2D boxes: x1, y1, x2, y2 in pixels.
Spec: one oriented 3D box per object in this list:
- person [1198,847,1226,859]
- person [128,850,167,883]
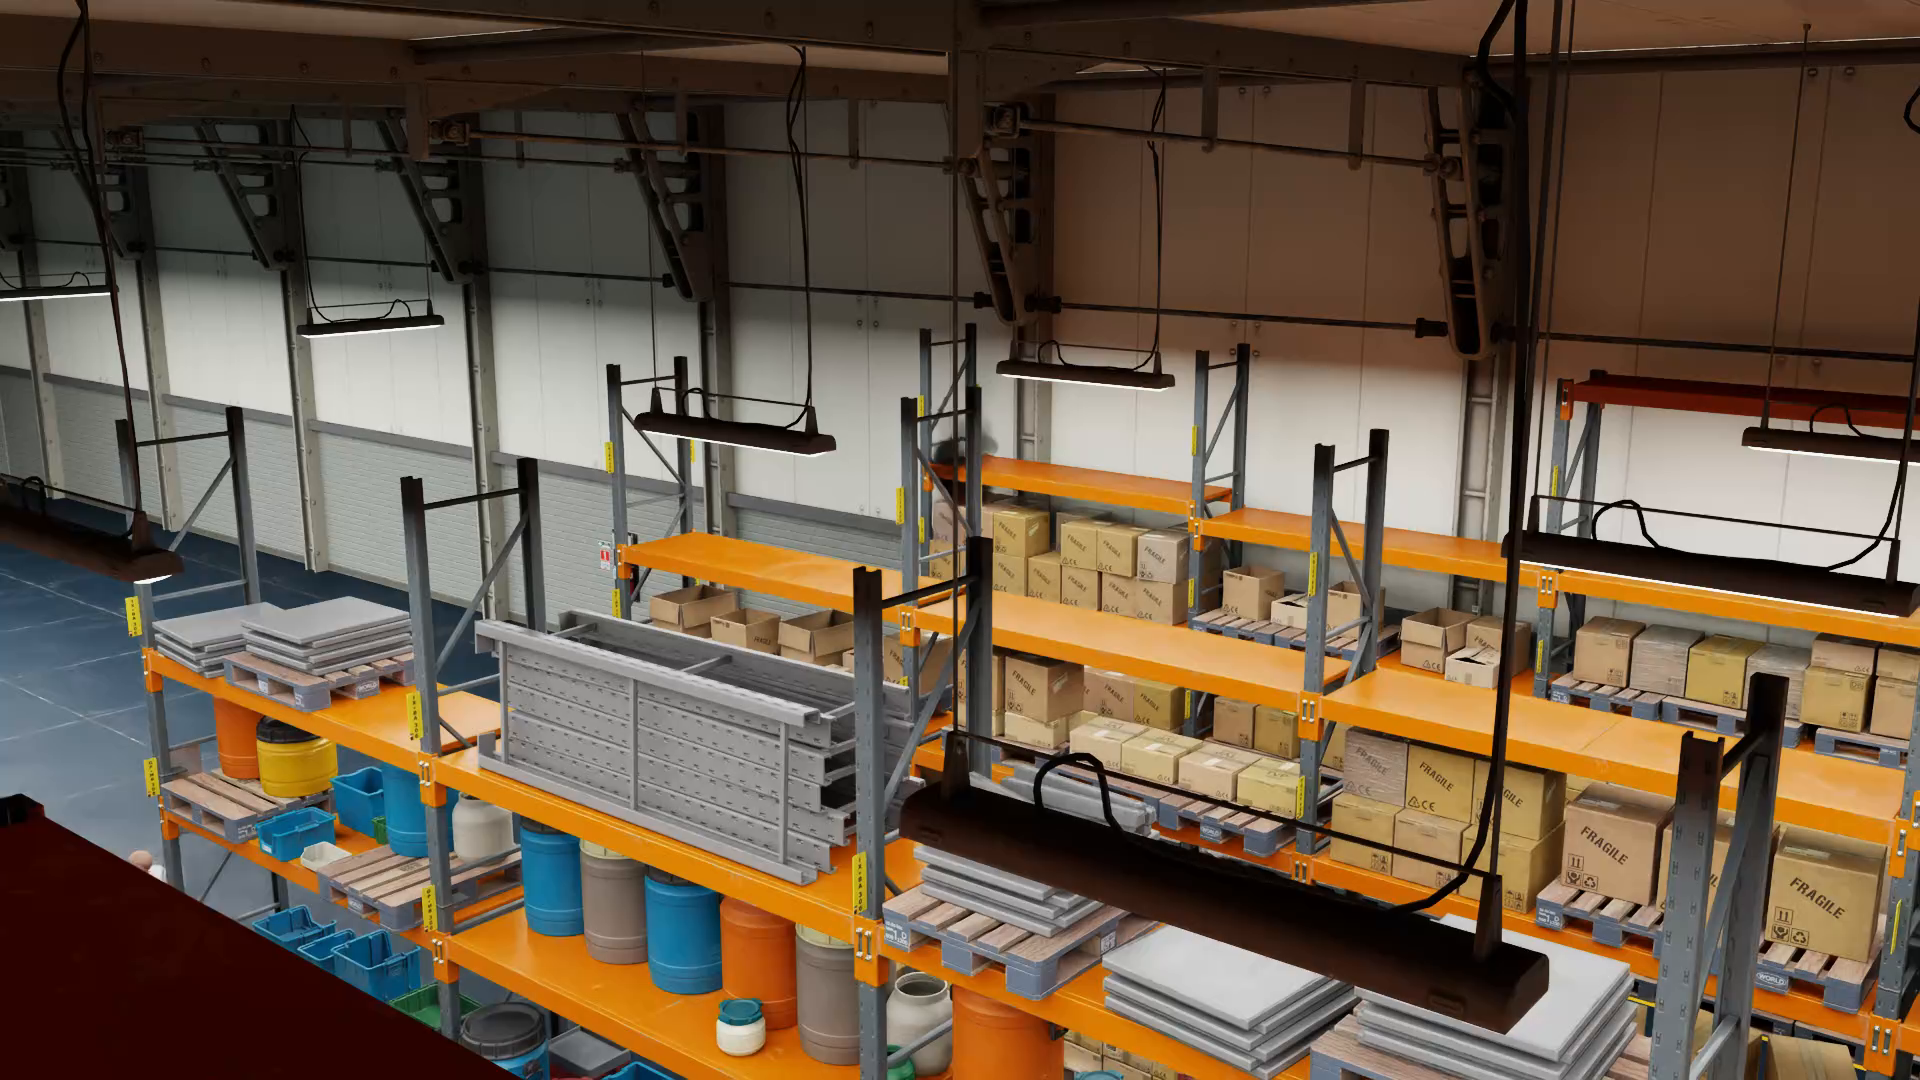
[{"bbox_3d":[2.314,3.683,15.965,0.564,1.737,0.638,11,17,41],"label":"person"},{"bbox_3d":[-7.673,3.752,15.792,0.602,1.752,0.743,-4,13,-15],"label":"person"}]
